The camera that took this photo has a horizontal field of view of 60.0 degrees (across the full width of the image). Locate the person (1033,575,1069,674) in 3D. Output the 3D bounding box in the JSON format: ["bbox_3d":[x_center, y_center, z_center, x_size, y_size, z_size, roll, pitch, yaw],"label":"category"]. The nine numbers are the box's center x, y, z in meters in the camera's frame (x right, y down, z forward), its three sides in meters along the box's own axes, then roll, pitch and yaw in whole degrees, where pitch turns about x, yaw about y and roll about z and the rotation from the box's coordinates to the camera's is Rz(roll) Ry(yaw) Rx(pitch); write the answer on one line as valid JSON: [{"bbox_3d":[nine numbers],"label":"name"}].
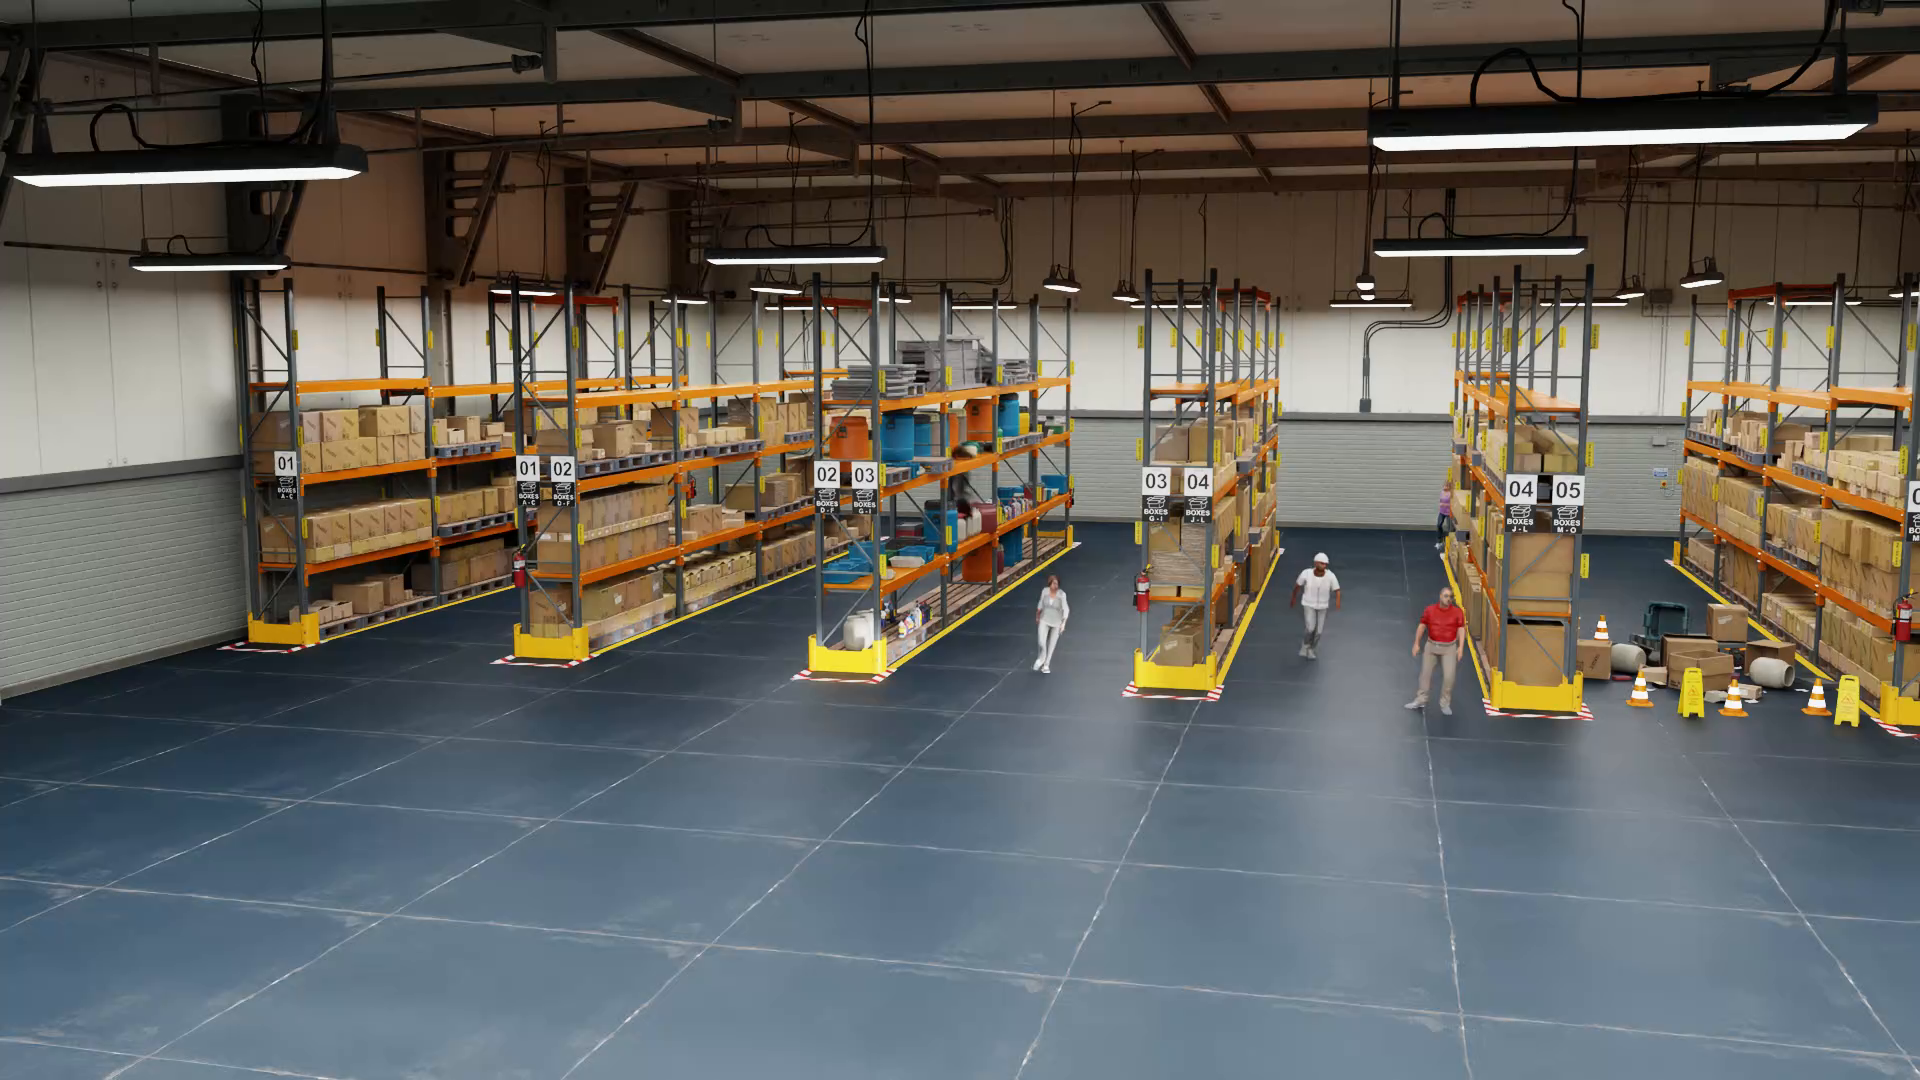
[{"bbox_3d":[1.363,1.265,24.868,0.533,1.541,0.642,0,7,3],"label":"person"}]

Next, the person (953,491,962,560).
[{"bbox_3d":[-0.193,-0.304,37.544,0.576,1.690,0.725,2,7,13],"label":"person"}]

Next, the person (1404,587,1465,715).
[{"bbox_3d":[6.419,1.501,22.473,0.761,1.761,0.445,2,7,19],"label":"person"}]

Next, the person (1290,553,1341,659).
[{"bbox_3d":[5.569,1.039,25.889,0.665,1.705,0.843,-1,7,-5],"label":"person"}]

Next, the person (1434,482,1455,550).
[{"bbox_3d":[11.727,-0.598,39.994,0.723,1.636,0.524,-6,9,-41],"label":"person"}]
